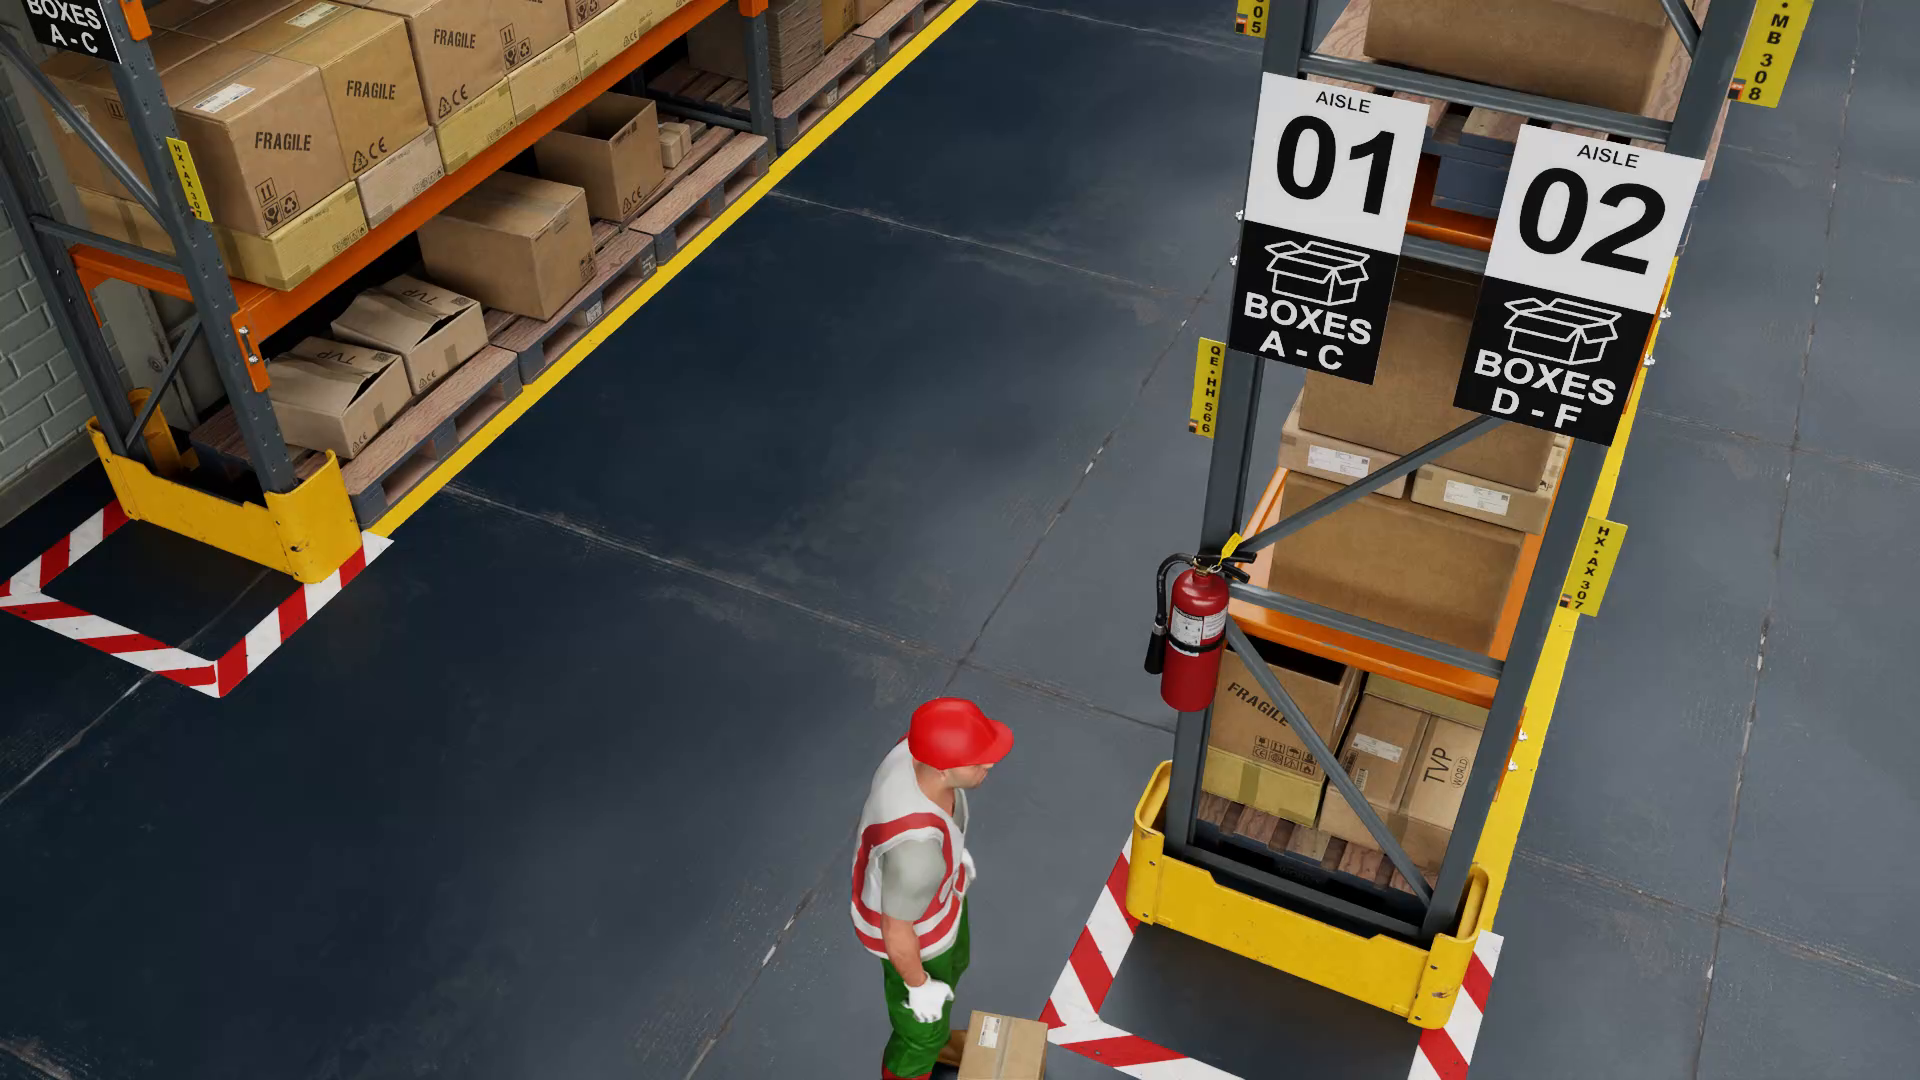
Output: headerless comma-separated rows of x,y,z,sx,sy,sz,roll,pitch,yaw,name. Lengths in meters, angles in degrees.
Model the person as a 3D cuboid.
-0.082,1.107,4.901,0.446,1.780,0.620,7,42,7,person
